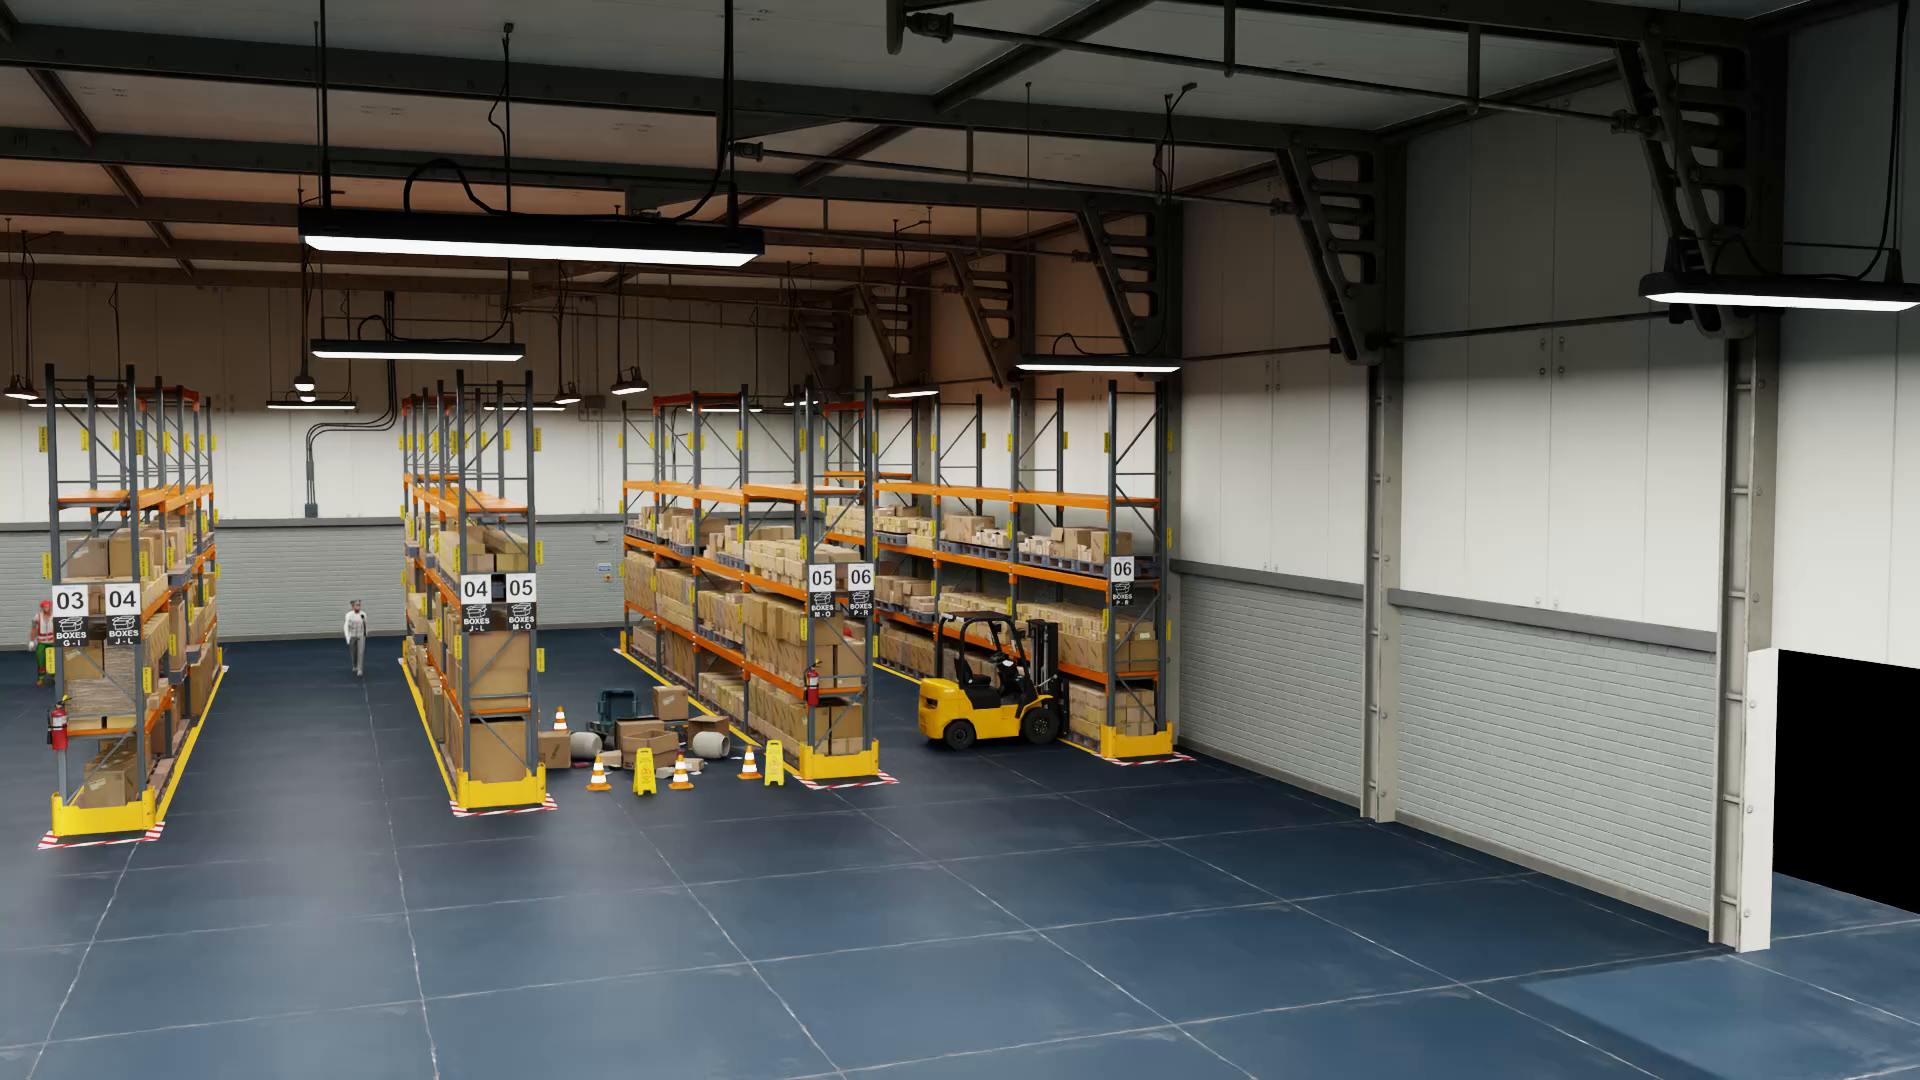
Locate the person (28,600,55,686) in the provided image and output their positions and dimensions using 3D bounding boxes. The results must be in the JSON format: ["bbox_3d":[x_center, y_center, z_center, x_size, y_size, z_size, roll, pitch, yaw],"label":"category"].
[{"bbox_3d":[-18.826,2.109,34.248,0.691,1.724,1.070,-1,4,-19],"label":"person"}]

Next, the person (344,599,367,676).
[{"bbox_3d":[-13.004,2.076,35.777,0.464,1.621,1.037,-1,4,-18],"label":"person"}]

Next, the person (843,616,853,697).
[{"bbox_3d":[-2.316,2.282,31.667,0.577,1.724,0.471,-1,3,-17],"label":"person"}]
